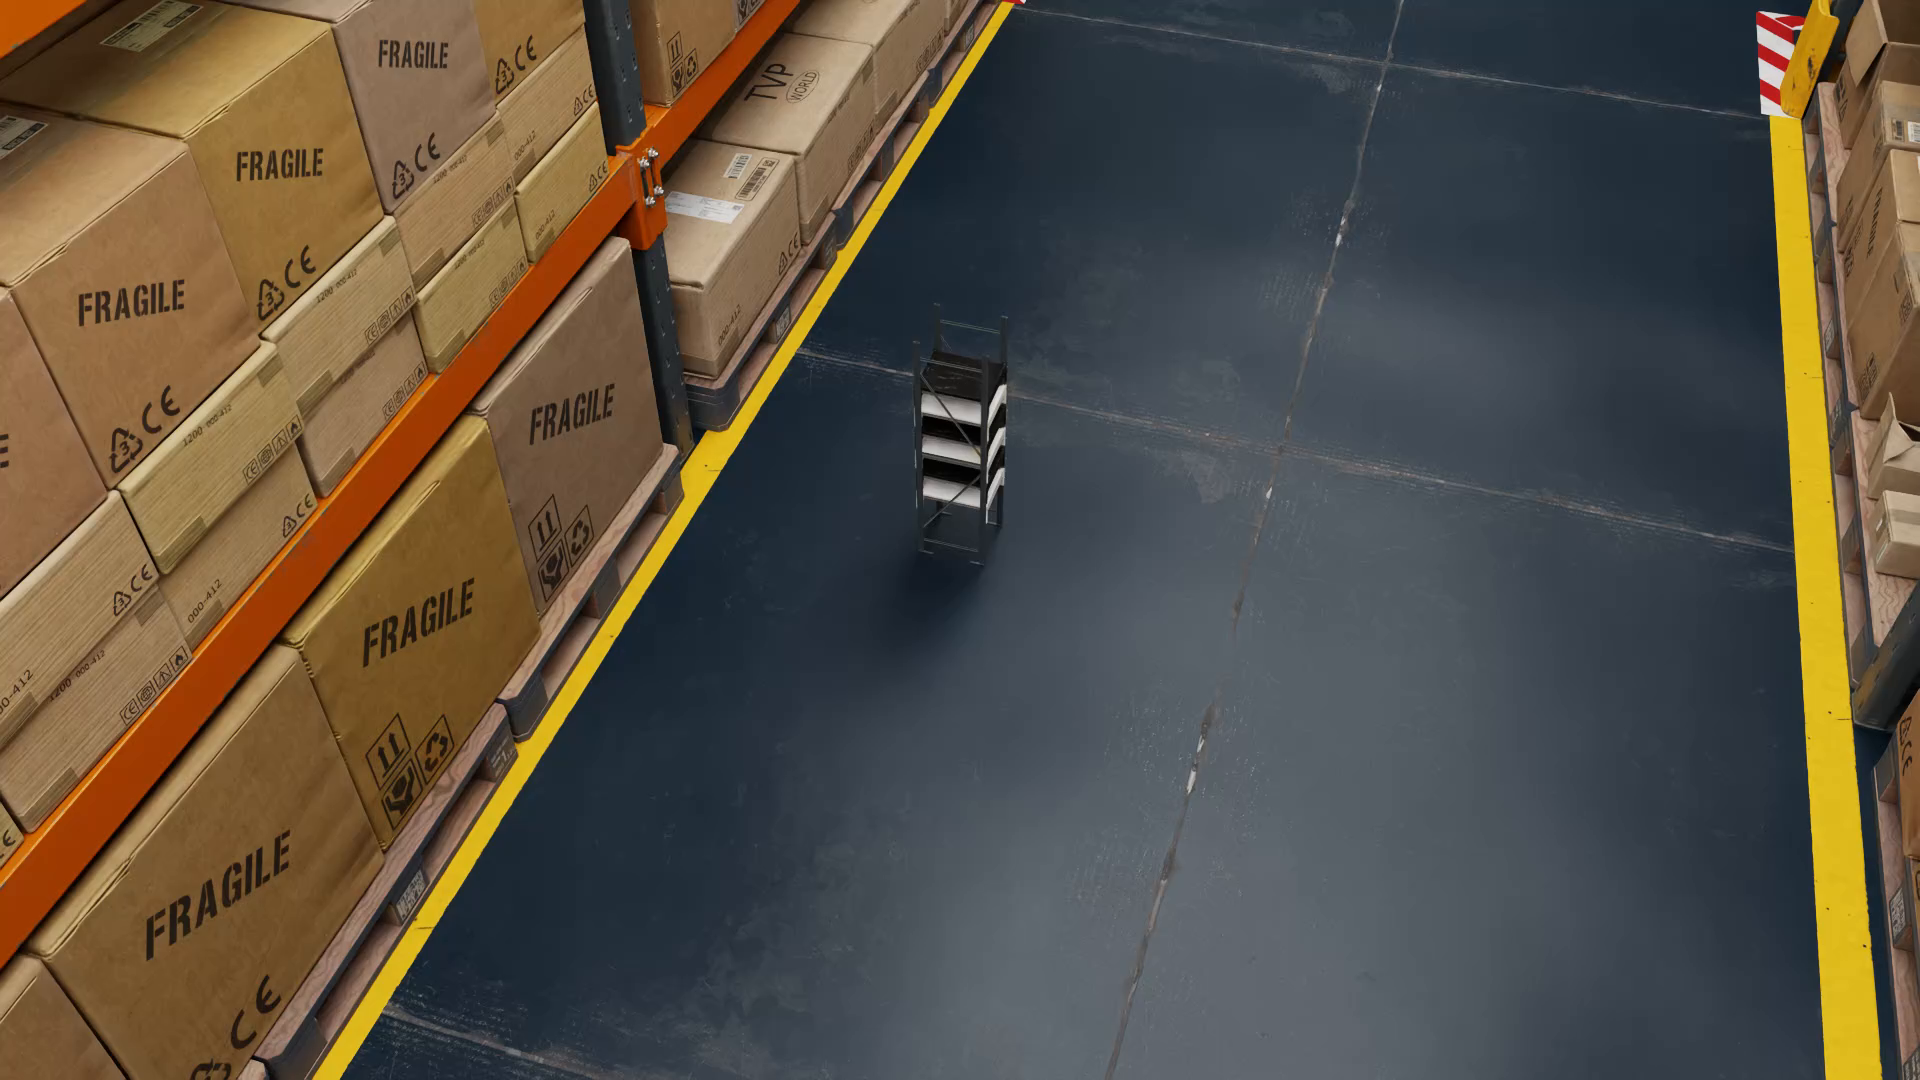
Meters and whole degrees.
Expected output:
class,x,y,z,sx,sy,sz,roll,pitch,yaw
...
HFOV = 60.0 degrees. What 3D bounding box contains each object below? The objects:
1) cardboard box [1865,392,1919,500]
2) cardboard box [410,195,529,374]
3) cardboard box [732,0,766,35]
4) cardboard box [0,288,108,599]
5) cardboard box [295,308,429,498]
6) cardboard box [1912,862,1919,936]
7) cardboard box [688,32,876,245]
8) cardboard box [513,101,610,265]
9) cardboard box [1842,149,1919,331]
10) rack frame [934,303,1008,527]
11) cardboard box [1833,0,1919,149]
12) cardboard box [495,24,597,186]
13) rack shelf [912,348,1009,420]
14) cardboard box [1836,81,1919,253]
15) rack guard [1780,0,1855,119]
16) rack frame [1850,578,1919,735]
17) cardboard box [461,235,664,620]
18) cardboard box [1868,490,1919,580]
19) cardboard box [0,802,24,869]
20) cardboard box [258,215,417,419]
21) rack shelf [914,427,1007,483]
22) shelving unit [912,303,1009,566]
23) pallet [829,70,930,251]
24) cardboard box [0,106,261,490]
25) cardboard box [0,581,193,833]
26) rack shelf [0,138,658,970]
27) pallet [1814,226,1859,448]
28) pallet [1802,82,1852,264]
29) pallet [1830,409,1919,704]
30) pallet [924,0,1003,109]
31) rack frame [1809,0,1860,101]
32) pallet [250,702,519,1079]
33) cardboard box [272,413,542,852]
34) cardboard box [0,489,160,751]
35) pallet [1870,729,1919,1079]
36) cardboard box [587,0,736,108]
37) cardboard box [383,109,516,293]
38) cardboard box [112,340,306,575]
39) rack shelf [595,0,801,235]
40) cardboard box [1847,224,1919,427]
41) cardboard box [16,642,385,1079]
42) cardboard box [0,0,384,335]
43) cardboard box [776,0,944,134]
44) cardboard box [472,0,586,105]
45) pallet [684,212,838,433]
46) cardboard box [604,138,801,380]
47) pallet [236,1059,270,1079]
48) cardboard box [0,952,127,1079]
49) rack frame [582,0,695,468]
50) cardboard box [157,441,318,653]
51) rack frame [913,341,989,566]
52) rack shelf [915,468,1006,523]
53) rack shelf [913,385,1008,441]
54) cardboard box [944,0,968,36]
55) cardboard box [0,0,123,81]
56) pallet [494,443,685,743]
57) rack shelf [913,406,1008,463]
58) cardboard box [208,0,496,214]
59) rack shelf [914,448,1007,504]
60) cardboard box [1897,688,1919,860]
class,x,y,z,sx,sy,sz,roll,pitch,yaw
cardboard box,3.262,-0.274,5.540,0.396,0.266,0.258,14,46,14
cardboard box,-1.517,-0.733,4.462,0.500,0.250,0.500,12,46,12
cardboard box,-0.919,-2.106,5.686,0.500,0.500,0.500,13,46,13
cardboard box,-1.983,-0.157,2.979,0.500,0.500,0.500,14,46,14
cardboard box,-1.688,-0.401,4.122,0.500,0.250,0.500,11,46,11
cardboard box,2.752,0.945,4.126,0.500,0.500,0.500,12,46,12
cardboard box,-0.904,-1.706,6.880,0.875,0.438,0.875,11,45,11
cardboard box,-1.362,-1.073,4.809,0.500,0.250,0.500,12,46,12
cardboard box,3.650,-1.072,6.188,0.500,0.500,0.500,13,46,13
rack frame,0.033,-0.395,5.510,0.240,0.900,0.006,13,46,12
cardboard box,4.201,-1.966,7.099,0.797,0.503,0.637,11,45,11
cardboard box,-1.368,-1.258,4.641,0.500,0.250,0.500,12,46,12
rack shelf,0.002,-0.496,5.275,0.258,0.077,0.200,13,46,12
cardboard box,3.905,-1.404,6.527,0.700,0.500,0.500,14,46,14
rack guard,4.454,-2.152,7.592,1.175,0.500,0.348,13,46,13
rack frame,3.265,-0.430,4.045,1.000,3.000,0.127,13,46,13
cardboard box,-1.578,-0.439,5.273,0.875,0.875,0.875,14,46,14
cardboard box,3.154,0.005,5.338,0.380,0.149,0.250,11,45,11
cardboard box,-2.151,0.622,3.077,0.500,0.250,0.500,11,46,11
cardboard box,-1.664,-0.577,3.945,0.500,0.250,0.500,14,46,13
rack shelf,0.002,-0.303,5.464,0.258,0.077,0.200,13,46,12
shelving unit,0.002,-0.327,5.441,0.258,0.900,0.210,13,46,12
pallet,-0.794,-1.788,7.426,1.003,0.211,1.213,13,46,12
cardboard box,-1.827,-0.492,3.322,0.500,0.500,0.500,13,46,13
cardboard box,-1.987,0.274,3.433,0.500,0.250,0.500,14,46,14
rack shelf,-2.072,0.112,4.006,1.077,0.370,4.000,13,46,13
pallet,3.842,-0.706,6.321,1.003,0.211,1.213,13,46,13
pallet,4.213,-1.517,7.150,1.003,0.211,1.213,13,46,13
pallet,3.474,0.109,5.487,1.003,0.211,1.213,13,46,13
pallet,-0.423,-2.599,8.255,1.003,0.211,1.213,13,46,13
rack frame,4.477,-3.096,6.769,1.000,3.000,0.127,13,46,13
pallet,-1.996,0.864,4.716,1.003,0.211,1.213,13,46,13
cardboard box,-1.844,0.165,4.656,0.875,0.875,0.875,14,46,14
cardboard box,-1.969,0.103,3.250,0.500,0.250,0.500,12,46,12
pallet,3.055,1.117,4.458,1.003,0.211,1.213,13,46,13
cardboard box,-1.075,-1.772,5.344,0.500,0.500,0.500,14,46,14
cardboard box,-1.513,-0.924,4.299,0.500,0.250,0.500,14,46,13
cardboard box,-1.803,-0.232,3.592,0.500,0.250,0.500,13,46,13
rack shelf,-0.861,-2.555,6.730,1.077,0.370,4.000,13,46,13
cardboard box,3.591,-0.712,5.819,0.700,0.500,0.500,11,45,11
cardboard box,-2.115,0.760,4.047,0.875,0.875,0.875,13,46,13
cardboard box,-1.684,-0.841,3.678,0.500,0.500,0.500,14,46,14
cardboard box,-0.629,-2.306,7.494,0.875,0.438,0.875,14,46,14
cardboard box,-1.363,-1.521,4.373,0.500,0.500,0.500,14,46,14
pallet,-1.162,-0.972,6.593,1.003,0.211,1.213,13,46,13
cardboard box,-1.174,-1.109,6.270,0.875,0.438,0.875,12,46,12
pallet,-2.367,1.675,3.888,1.003,0.211,1.213,13,46,13
cardboard box,-2.390,1.354,3.440,0.875,0.875,0.875,12,46,12
rack frame,-1.467,-1.479,5.116,1.000,3.000,0.127,13,46,13
cardboard box,-1.841,-0.056,3.770,0.500,0.250,0.500,13,46,13
rack frame,-0.028,-0.259,5.372,0.240,0.900,0.006,13,46,12
rack shelf,0.002,-0.175,5.590,0.258,0.077,0.200,13,46,12
rack shelf,0.002,-0.432,5.338,0.258,0.077,0.200,13,46,12
cardboard box,-0.360,-2.918,8.119,0.875,0.438,0.875,11,45,11
cardboard box,-2.156,-0.961,3.801,0.500,0.500,0.500,11,46,12
pallet,-1.628,0.048,5.550,1.003,0.211,1.213,13,46,13
rack shelf,0.002,-0.368,5.401,0.258,0.077,0.200,13,46,12
cardboard box,-1.512,-1.174,4.019,0.500,0.500,0.500,13,46,13
rack shelf,0.002,-0.239,5.527,0.258,0.077,0.200,13,46,12
cardboard box,2.904,0.588,4.491,0.500,0.500,0.500,14,46,14
